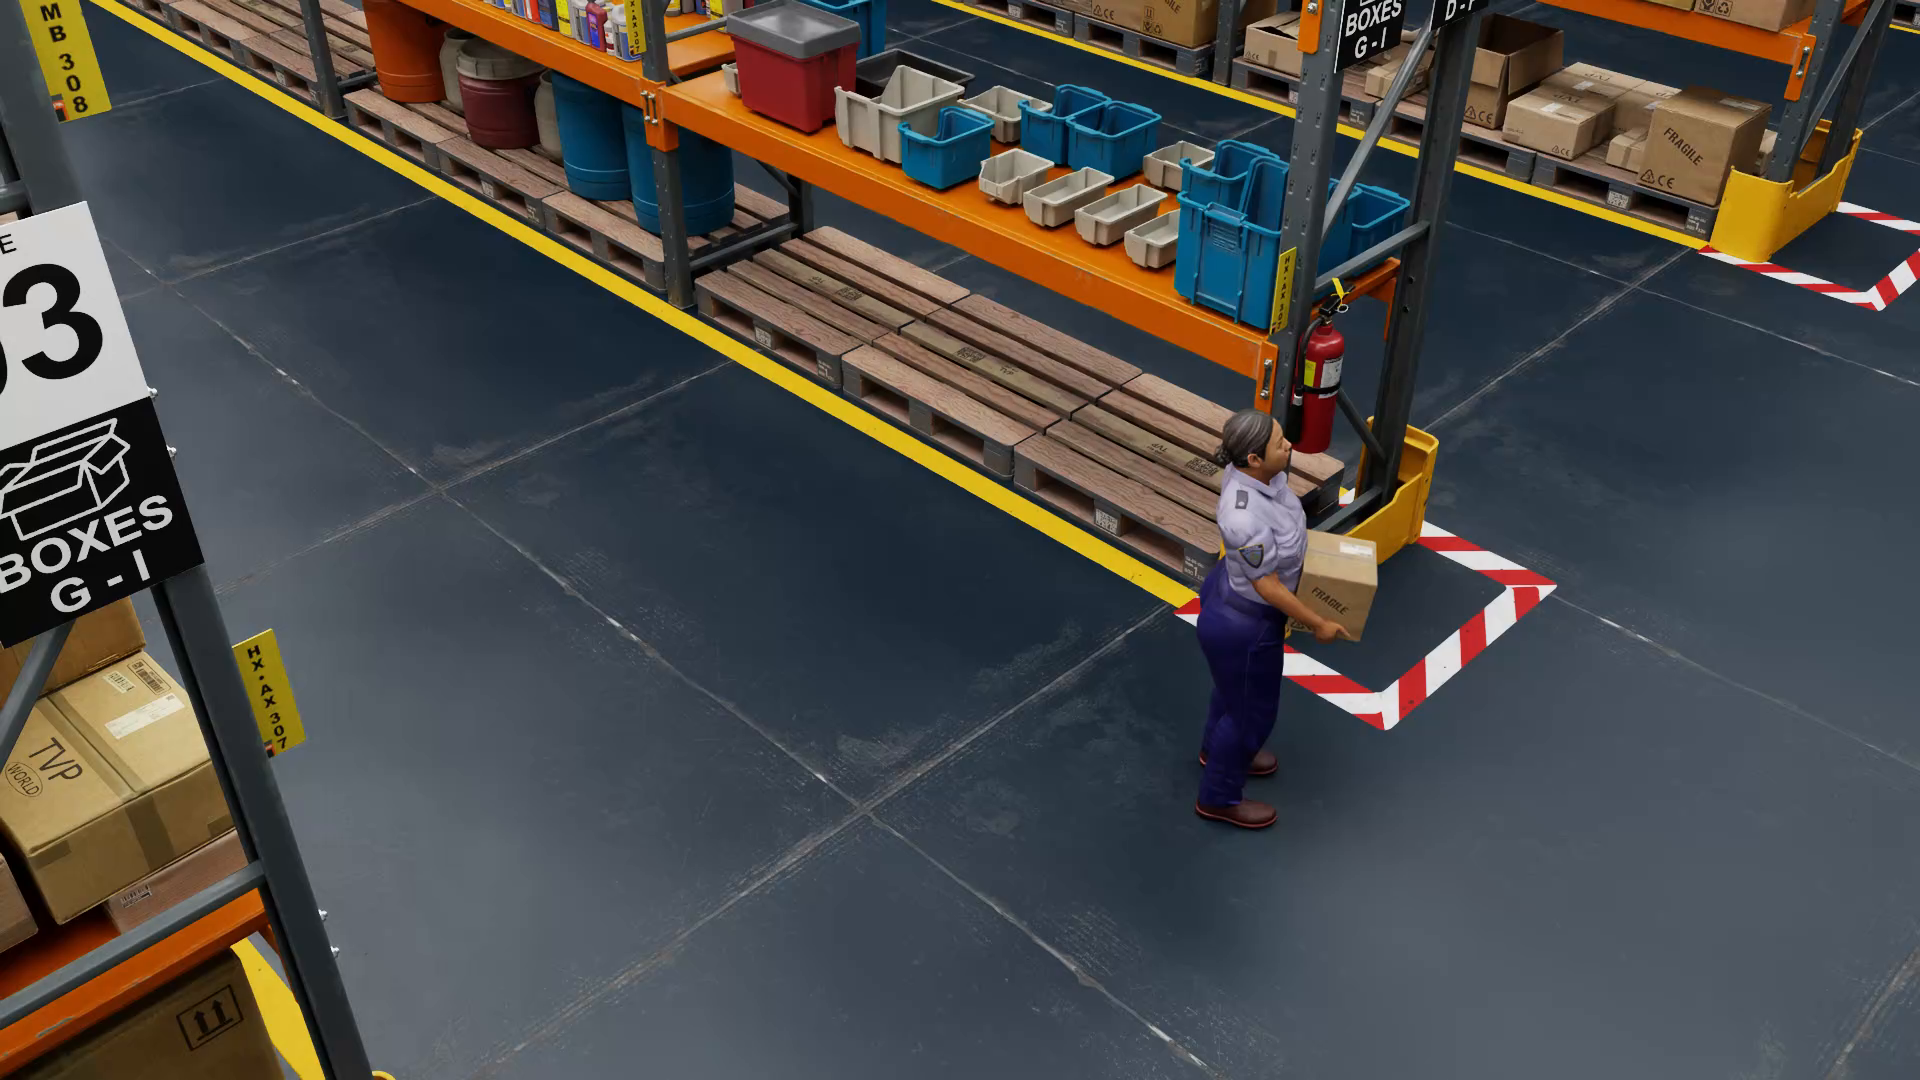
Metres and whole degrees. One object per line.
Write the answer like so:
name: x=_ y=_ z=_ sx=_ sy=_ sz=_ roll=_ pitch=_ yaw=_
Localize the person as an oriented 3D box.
person: x=1.085 y=0.273 z=5.788 sx=0.515 sy=1.634 sz=0.452 roll=6 pitch=36 yaw=8
